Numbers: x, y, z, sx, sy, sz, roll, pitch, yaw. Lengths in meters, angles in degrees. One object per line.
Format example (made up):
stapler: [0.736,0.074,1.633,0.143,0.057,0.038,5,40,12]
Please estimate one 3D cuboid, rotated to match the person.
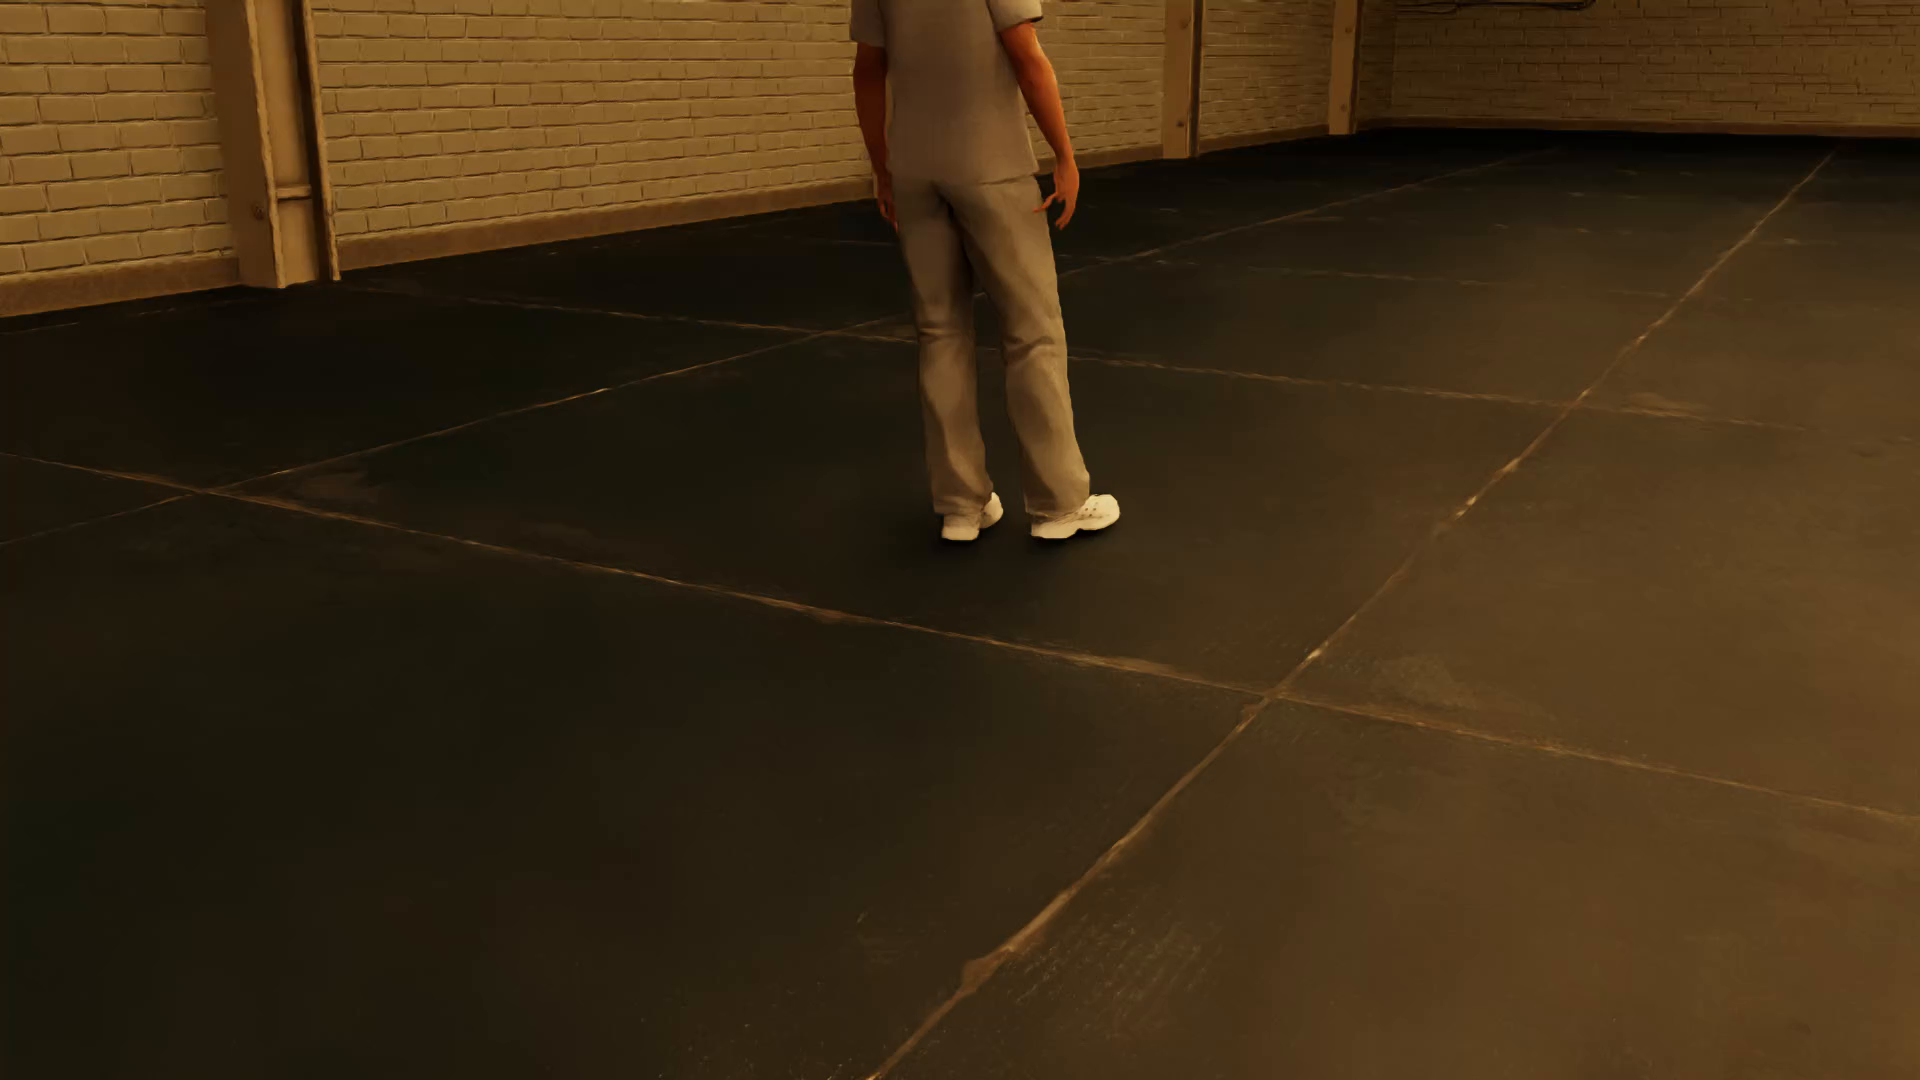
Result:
person: [0.048,-0.827,3.857,0.550,1.674,0.548,9,19,28]
